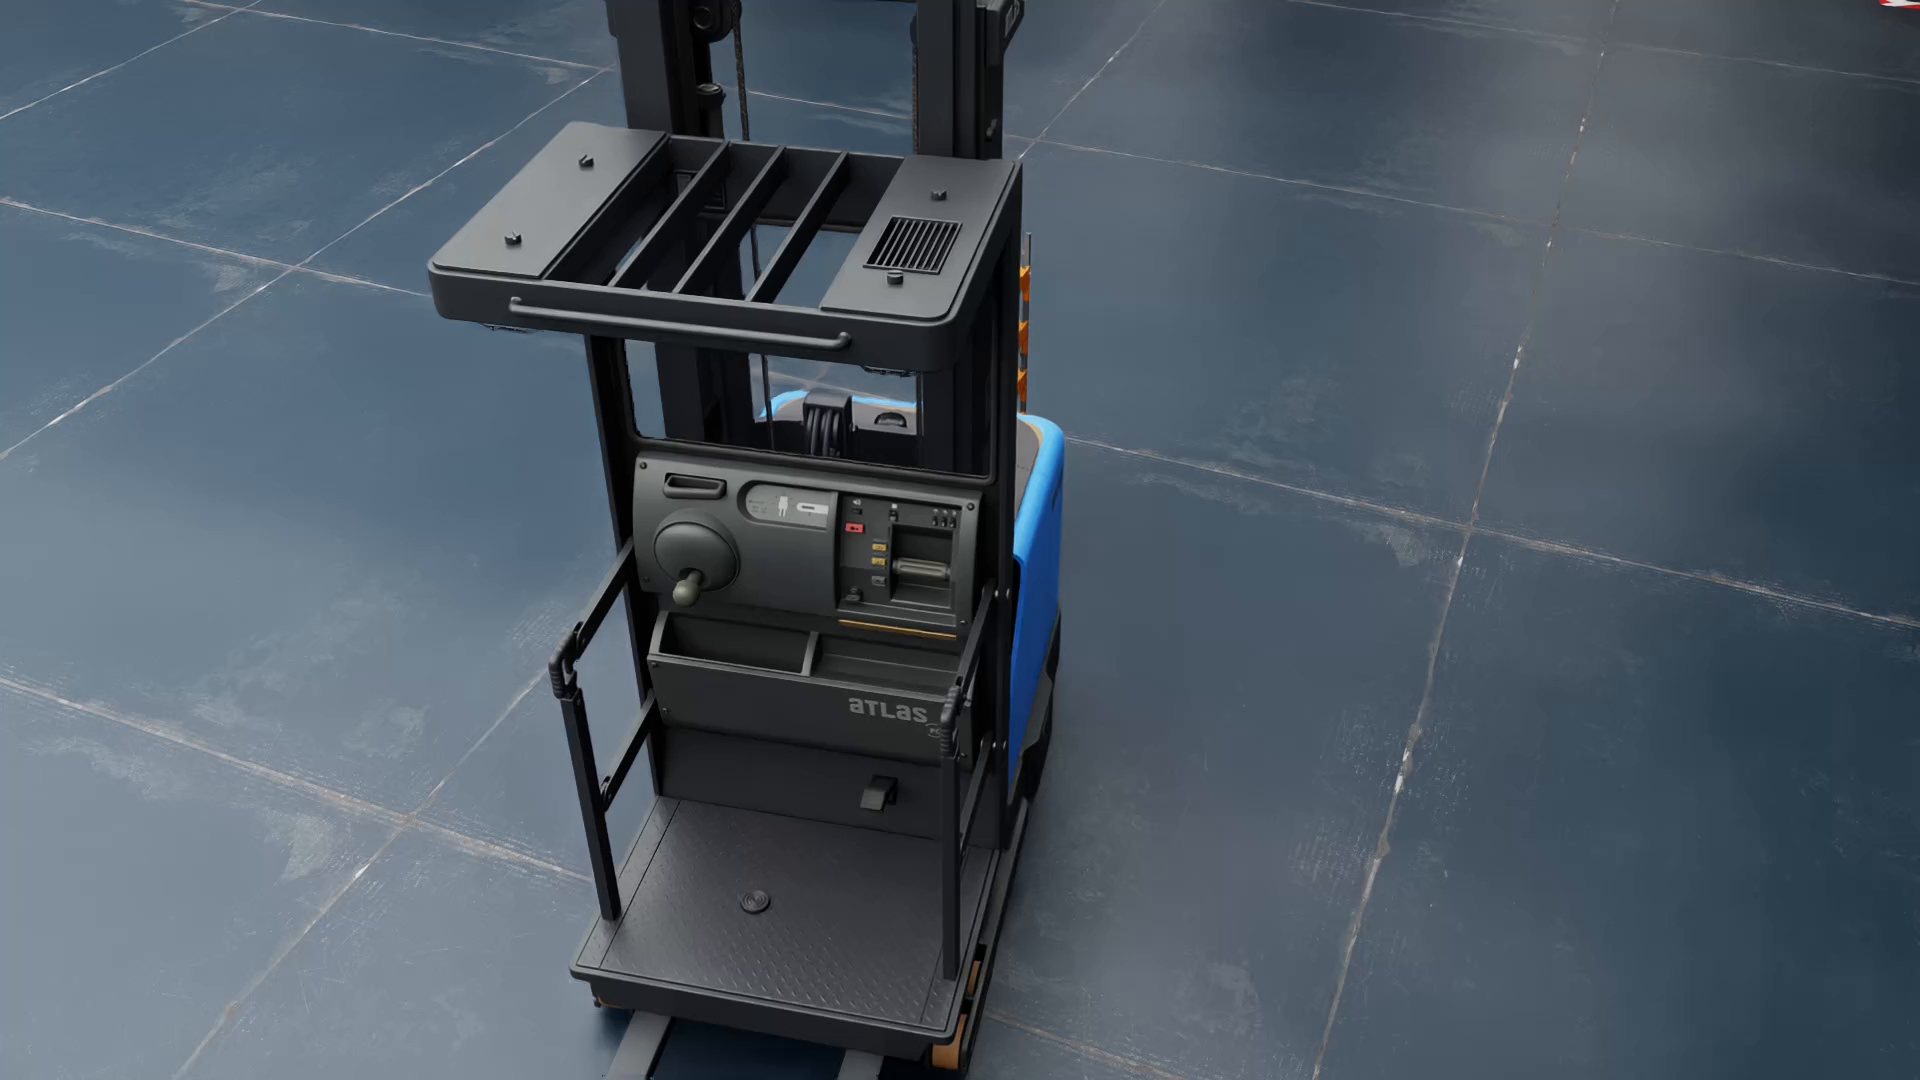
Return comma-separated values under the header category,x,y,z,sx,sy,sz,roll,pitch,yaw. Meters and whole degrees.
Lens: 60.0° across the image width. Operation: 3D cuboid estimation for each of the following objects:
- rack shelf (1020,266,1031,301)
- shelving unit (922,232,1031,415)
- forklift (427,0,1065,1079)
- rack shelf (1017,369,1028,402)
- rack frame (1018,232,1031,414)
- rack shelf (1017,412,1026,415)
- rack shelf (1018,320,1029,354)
category,x,y,z,sx,sy,sz,roll,pitch,yaw
rack shelf,0.063,-0.887,6.278,0.258,0.148,0.480,14,39,18
shelving unit,0.063,-0.572,6.513,0.258,1.200,0.503,14,39,18
forklift,-0.452,0.083,4.191,1.130,2.935,3.031,7,37,10
rack shelf,0.063,-0.518,6.554,0.258,0.148,0.480,14,39,18
rack frame,0.156,-0.707,6.694,0.240,1.200,0.015,14,39,18
rack shelf,0.063,-0.359,6.673,0.258,0.148,0.480,14,39,18
rack shelf,0.063,-0.698,6.420,0.258,0.148,0.480,14,39,18
